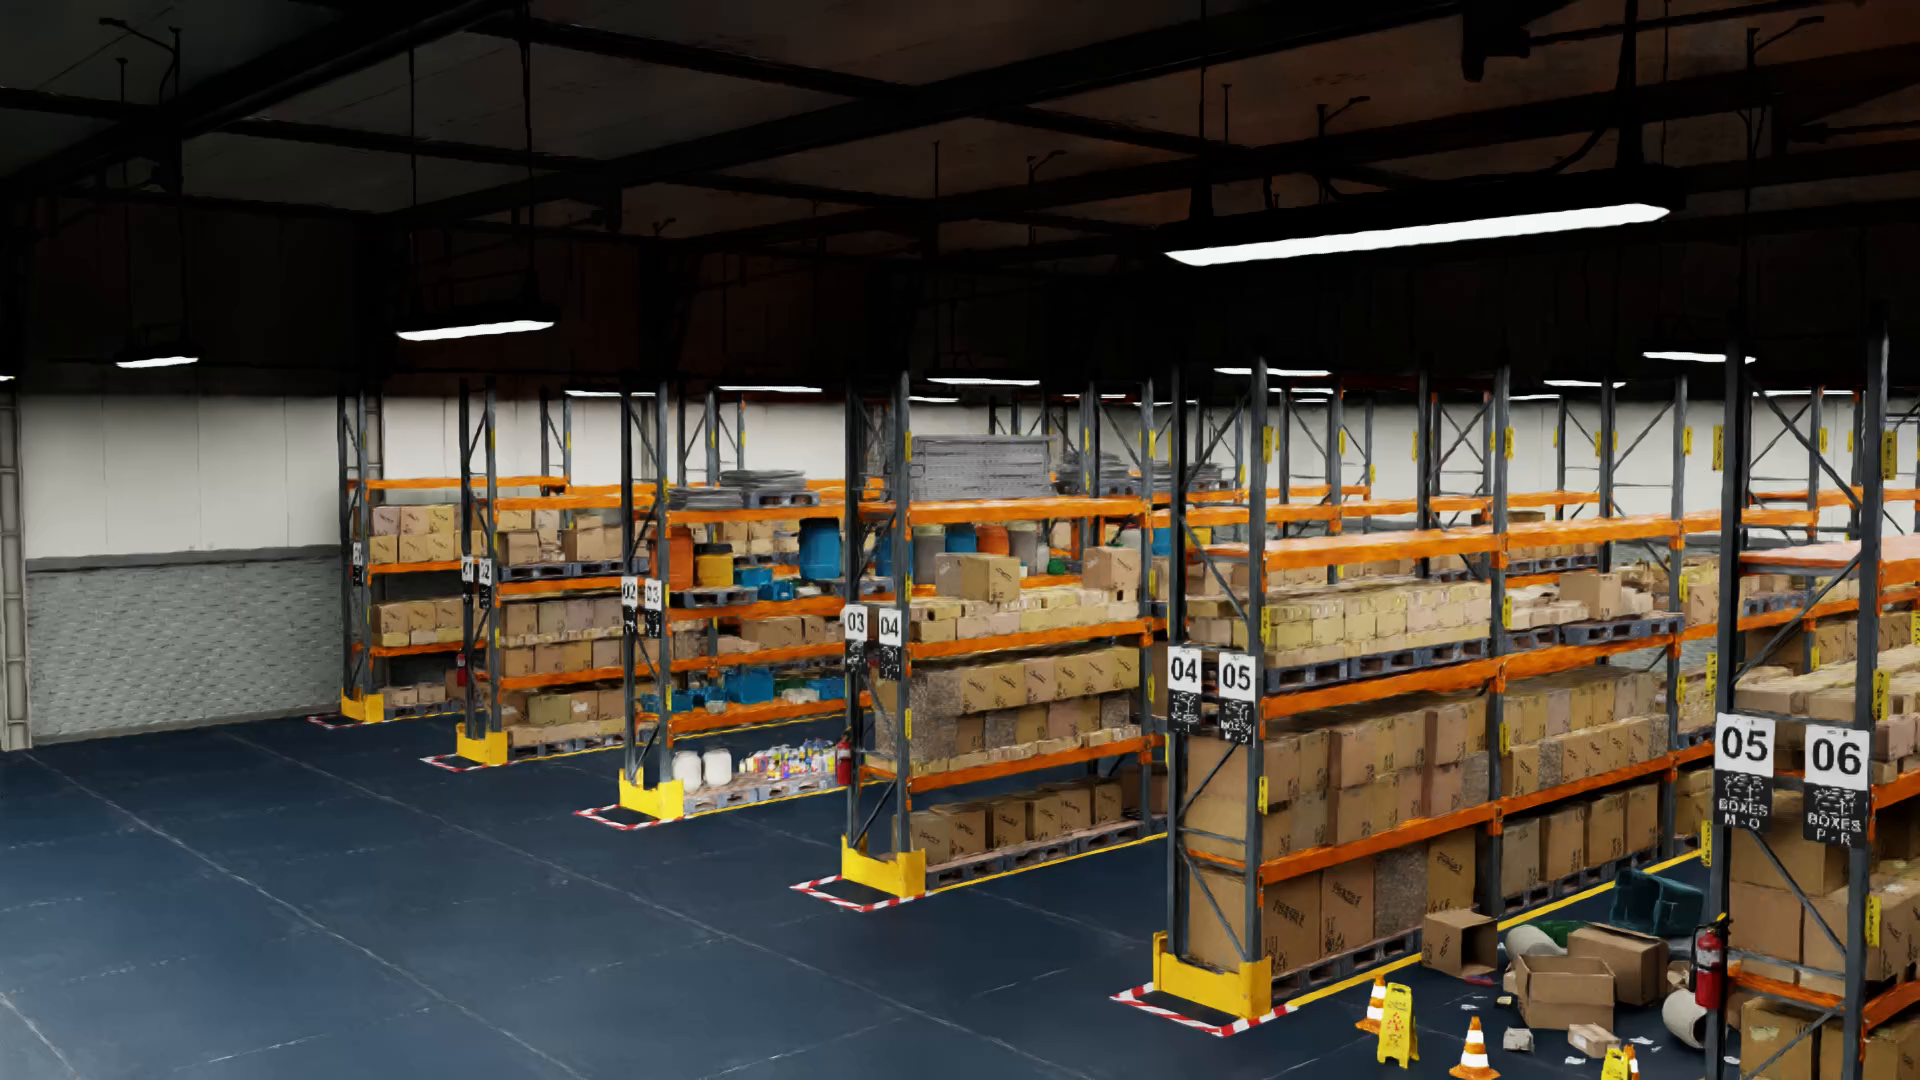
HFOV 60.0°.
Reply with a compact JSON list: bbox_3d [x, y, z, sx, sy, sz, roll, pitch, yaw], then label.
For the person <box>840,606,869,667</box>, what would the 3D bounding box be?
[{"bbox_3d":[-2.338,1.989,35.101,1.185,1.696,0.601,-4,5,-43],"label":"person"}]
